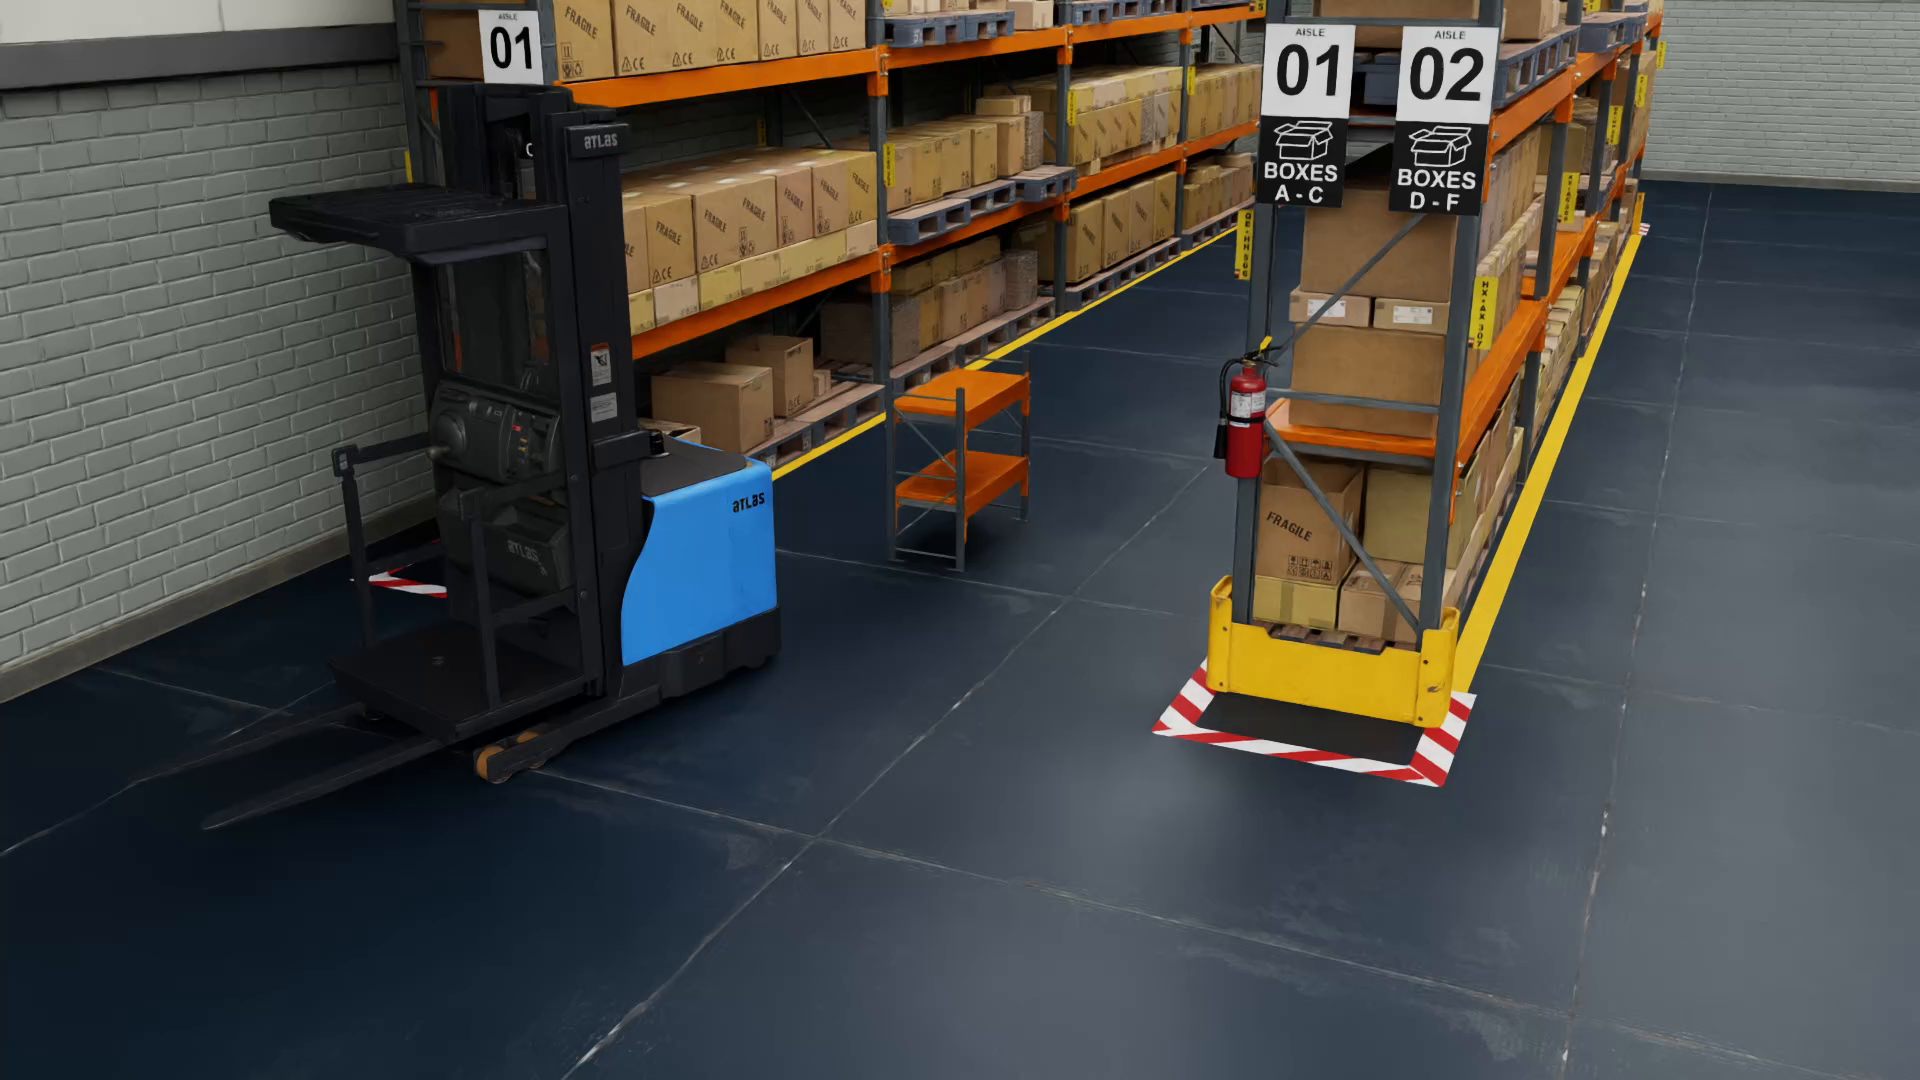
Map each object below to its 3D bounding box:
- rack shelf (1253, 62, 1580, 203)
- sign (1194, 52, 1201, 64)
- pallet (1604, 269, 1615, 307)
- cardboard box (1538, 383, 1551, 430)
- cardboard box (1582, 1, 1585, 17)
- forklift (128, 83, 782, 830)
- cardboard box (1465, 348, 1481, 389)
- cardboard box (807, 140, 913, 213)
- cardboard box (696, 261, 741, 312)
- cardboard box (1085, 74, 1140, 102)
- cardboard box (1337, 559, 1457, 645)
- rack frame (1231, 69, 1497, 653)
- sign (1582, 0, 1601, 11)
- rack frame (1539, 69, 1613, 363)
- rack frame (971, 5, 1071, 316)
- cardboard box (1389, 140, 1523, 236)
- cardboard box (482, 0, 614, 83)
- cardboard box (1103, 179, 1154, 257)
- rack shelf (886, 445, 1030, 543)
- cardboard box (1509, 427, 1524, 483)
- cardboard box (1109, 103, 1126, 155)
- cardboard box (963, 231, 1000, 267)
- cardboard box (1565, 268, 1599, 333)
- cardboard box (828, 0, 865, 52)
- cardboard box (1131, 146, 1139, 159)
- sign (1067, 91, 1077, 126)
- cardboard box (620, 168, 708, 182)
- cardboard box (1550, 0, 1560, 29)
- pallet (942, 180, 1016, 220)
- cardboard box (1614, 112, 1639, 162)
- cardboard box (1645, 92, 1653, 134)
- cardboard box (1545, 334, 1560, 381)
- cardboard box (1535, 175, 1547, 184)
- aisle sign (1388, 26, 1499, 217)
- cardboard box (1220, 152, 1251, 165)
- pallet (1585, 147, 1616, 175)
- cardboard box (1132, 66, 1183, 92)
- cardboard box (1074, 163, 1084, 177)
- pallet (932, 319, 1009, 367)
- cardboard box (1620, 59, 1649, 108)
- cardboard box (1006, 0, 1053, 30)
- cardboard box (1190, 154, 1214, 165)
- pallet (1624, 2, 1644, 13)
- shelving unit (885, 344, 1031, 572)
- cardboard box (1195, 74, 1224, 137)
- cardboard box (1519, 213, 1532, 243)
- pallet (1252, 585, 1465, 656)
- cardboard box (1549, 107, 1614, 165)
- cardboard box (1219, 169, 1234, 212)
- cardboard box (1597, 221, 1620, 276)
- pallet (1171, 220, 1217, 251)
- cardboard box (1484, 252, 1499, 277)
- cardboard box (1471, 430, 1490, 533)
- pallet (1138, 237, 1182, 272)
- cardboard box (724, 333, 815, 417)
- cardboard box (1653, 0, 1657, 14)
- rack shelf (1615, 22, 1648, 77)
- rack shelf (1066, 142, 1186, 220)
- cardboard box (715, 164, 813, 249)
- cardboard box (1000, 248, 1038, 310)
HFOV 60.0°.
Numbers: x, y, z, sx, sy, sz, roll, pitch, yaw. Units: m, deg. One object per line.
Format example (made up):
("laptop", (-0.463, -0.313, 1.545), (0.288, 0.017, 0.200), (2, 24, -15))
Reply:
("rack shelf", (2.654, -2.333, 9.150), (1.077, 0.370, 4.000), (9, 21, 23))
("sign", (3.362, -6.740, 23.535), (0.100, 0.325, 0.005), (9, 21, 23))
("pallet", (6.450, -2.748, 17.881), (1.003, 0.211, 1.213), (9, 21, 23))
("cardboard box", (4.074, -1.018, 12.331), (0.500, 0.250, 0.500), (9, 22, 24))
("cardboard box", (4.533, -4.151, 12.785), (0.500, 0.250, 0.500), (8, 21, 22))
("forklift", (-2.267, -0.484, 7.456), (1.130, 2.935, 3.031), (16, 25, 38))
("cardboard box", (2.457, -1.148, 9.070), (0.700, 0.500, 0.500), (9, 21, 23))
("cardboard box", (-0.809, -2.954, 13.493), (0.700, 0.500, 0.500), (9, 21, 23))
("cardboard box", (-1.783, -1.686, 10.927), (0.500, 0.250, 0.500), (8, 21, 22))
("cardboard box", (1.635, -4.900, 18.027), (0.500, 0.250, 0.500), (8, 21, 22))
("cardboard box", (2.257, 0.317, 8.578), (0.500, 0.250, 0.500), (9, 21, 23))
("rack frame", (1.835, -0.647, 7.813), (1.000, 3.000, 0.127), (9, 21, 23))
("sign", (3.980, -3.489, 10.436), (0.100, 0.325, 0.005), (9, 21, 23))
("rack frame", (5.111, -3.093, 14.689), (1.000, 3.000, 0.127), (9, 21, 23))
("rack frame", (0.590, -3.771, 16.597), (1.000, 3.000, 0.127), (9, 21, 23))
("cardboard box", (2.885, -2.084, 9.768), (0.700, 0.500, 0.500), (9, 21, 23))
("cardboard box", (-2.321, -2.864, 9.389), (0.500, 0.500, 0.500), (9, 22, 24))
("cardboard box", (1.719, -3.691, 18.951), (0.750, 0.750, 0.750), (9, 22, 24))
("rack shelf", (0.003, -0.302, 10.368), (0.538, 0.278, 1.000), (9, 21, 23))
("cardboard box", (3.482, -0.601, 11.158), (0.500, 0.250, 0.500), (9, 21, 23))
("cardboard box", (1.449, -4.392, 17.719), (0.500, 0.500, 0.500), (8, 21, 22))
("cardboard box", (0.052, -2.761, 15.712), (0.500, 0.250, 0.500), (9, 21, 24))
("cardboard box", (5.558, -2.222, 15.315), (0.500, 0.500, 0.500), (10, 22, 25))
("cardboard box", (-1.030, -3.829, 12.105), (0.500, 0.500, 0.500), (9, 22, 24))
("cardboard box", (1.787, -4.361, 18.599), (0.380, 0.149, 0.250), (8, 21, 21))
("sign", (1.089, -4.208, 16.215), (0.100, 0.325, 0.005), (9, 21, 23))
("cardboard box", (-2.058, -2.256, 11.412), (0.500, 0.500, 0.500), (9, 21, 23))
("cardboard box", (3.228, -3.023, 9.554), (0.380, 0.149, 0.250), (9, 21, 23))
("pallet", (-0.183, -3.070, 14.912), (1.003, 0.211, 1.213), (9, 21, 23))
("cardboard box", (7.206, -4.481, 18.444), (0.500, 0.500, 0.500), (9, 22, 24))
("cardboard box", (8.452, -5.411, 21.059), (0.500, 0.500, 0.500), (9, 22, 24))
("cardboard box", (4.290, -1.440, 12.680), (0.500, 0.311, 0.500), (8, 21, 21))
("cardboard box", (4.438, -2.625, 13.224), (0.500, 0.500, 0.500), (7, 21, 20))
("aisle sign", (2.087, -1.810, 7.202), (0.394, 0.787, 0.004), (9, 21, 23))
("cardboard box", (3.784, -5.251, 22.893), (0.380, 0.149, 0.250), (8, 21, 22))
("pallet", (6.322, -3.996, 17.515), (1.003, 0.211, 1.213), (9, 21, 23))
("cardboard box", (2.270, -5.366, 19.340), (0.500, 0.250, 0.500), (9, 22, 24))
("cardboard box", (1.047, -3.807, 17.043), (0.380, 0.149, 0.250), (9, 21, 23))
("pallet", (-0.232, -1.847, 15.348), (1.003, 0.211, 1.213), (9, 21, 23))
("cardboard box", (7.620, -5.254, 19.125), (0.500, 0.500, 0.500), (8, 21, 21))
("cardboard box", (0.541, -4.895, 15.383), (0.500, 0.311, 0.500), (9, 21, 23))
("cardboard box", (3.230, -5.149, 22.607), (0.380, 0.149, 0.250), (9, 21, 23))
("pallet", (5.996, -5.133, 16.230), (1.213, 0.211, 1.003), (9, 21, 23))
("shelving unit", (0.003, -0.532, 10.286), (0.538, 1.125, 1.048), (9, 21, 23))
("cardboard box", (2.769, -5.522, 21.071), (0.980, 0.700, 0.700), (8, 21, 21))
("cardboard box", (3.349, -1.955, 10.371), (0.380, 0.149, 0.250), (8, 21, 21))
("pallet", (2.110, 0.427, 8.953), (1.003, 0.211, 1.213), (9, 21, 23))
("cardboard box", (6.081, -4.012, 16.498), (0.700, 0.500, 0.500), (3, 20, 9))
("cardboard box", (3.260, -4.703, 22.319), (0.700, 0.500, 0.500), (8, 21, 21))
("cardboard box", (6.808, -3.155, 17.938), (0.500, 0.500, 0.500), (8, 21, 22))
("pallet", (2.611, -3.902, 21.126), (1.003, 0.211, 1.213), (9, 21, 23))
("cardboard box", (2.717, -1.485, 9.049), (0.380, 0.149, 0.250), (8, 21, 22))
("cardboard box", (2.653, -0.344, 9.318), (0.500, 0.500, 0.500), (9, 21, 23))
("pallet", (1.981, -3.434, 19.810), (1.003, 0.211, 1.213), (9, 21, 23))
("cardboard box", (-1.437, -1.256, 12.596), (0.500, 0.500, 0.500), (7, 21, 19))
("cardboard box", (7.790, -6.231, 19.261), (0.500, 0.250, 0.500), (9, 21, 23))
("rack shelf", (5.930, -4.779, 16.026), (1.077, 0.370, 4.000), (9, 21, 23))
("rack shelf", (1.409, -4.044, 18.437), (1.077, 0.370, 4.000), (9, 21, 23))
("cardboard box", (-1.375, -2.348, 11.669), (0.500, 0.500, 0.500), (8, 21, 21))
("cardboard box", (0.343, -2.574, 16.303), (0.700, 0.500, 0.500), (9, 21, 23))
